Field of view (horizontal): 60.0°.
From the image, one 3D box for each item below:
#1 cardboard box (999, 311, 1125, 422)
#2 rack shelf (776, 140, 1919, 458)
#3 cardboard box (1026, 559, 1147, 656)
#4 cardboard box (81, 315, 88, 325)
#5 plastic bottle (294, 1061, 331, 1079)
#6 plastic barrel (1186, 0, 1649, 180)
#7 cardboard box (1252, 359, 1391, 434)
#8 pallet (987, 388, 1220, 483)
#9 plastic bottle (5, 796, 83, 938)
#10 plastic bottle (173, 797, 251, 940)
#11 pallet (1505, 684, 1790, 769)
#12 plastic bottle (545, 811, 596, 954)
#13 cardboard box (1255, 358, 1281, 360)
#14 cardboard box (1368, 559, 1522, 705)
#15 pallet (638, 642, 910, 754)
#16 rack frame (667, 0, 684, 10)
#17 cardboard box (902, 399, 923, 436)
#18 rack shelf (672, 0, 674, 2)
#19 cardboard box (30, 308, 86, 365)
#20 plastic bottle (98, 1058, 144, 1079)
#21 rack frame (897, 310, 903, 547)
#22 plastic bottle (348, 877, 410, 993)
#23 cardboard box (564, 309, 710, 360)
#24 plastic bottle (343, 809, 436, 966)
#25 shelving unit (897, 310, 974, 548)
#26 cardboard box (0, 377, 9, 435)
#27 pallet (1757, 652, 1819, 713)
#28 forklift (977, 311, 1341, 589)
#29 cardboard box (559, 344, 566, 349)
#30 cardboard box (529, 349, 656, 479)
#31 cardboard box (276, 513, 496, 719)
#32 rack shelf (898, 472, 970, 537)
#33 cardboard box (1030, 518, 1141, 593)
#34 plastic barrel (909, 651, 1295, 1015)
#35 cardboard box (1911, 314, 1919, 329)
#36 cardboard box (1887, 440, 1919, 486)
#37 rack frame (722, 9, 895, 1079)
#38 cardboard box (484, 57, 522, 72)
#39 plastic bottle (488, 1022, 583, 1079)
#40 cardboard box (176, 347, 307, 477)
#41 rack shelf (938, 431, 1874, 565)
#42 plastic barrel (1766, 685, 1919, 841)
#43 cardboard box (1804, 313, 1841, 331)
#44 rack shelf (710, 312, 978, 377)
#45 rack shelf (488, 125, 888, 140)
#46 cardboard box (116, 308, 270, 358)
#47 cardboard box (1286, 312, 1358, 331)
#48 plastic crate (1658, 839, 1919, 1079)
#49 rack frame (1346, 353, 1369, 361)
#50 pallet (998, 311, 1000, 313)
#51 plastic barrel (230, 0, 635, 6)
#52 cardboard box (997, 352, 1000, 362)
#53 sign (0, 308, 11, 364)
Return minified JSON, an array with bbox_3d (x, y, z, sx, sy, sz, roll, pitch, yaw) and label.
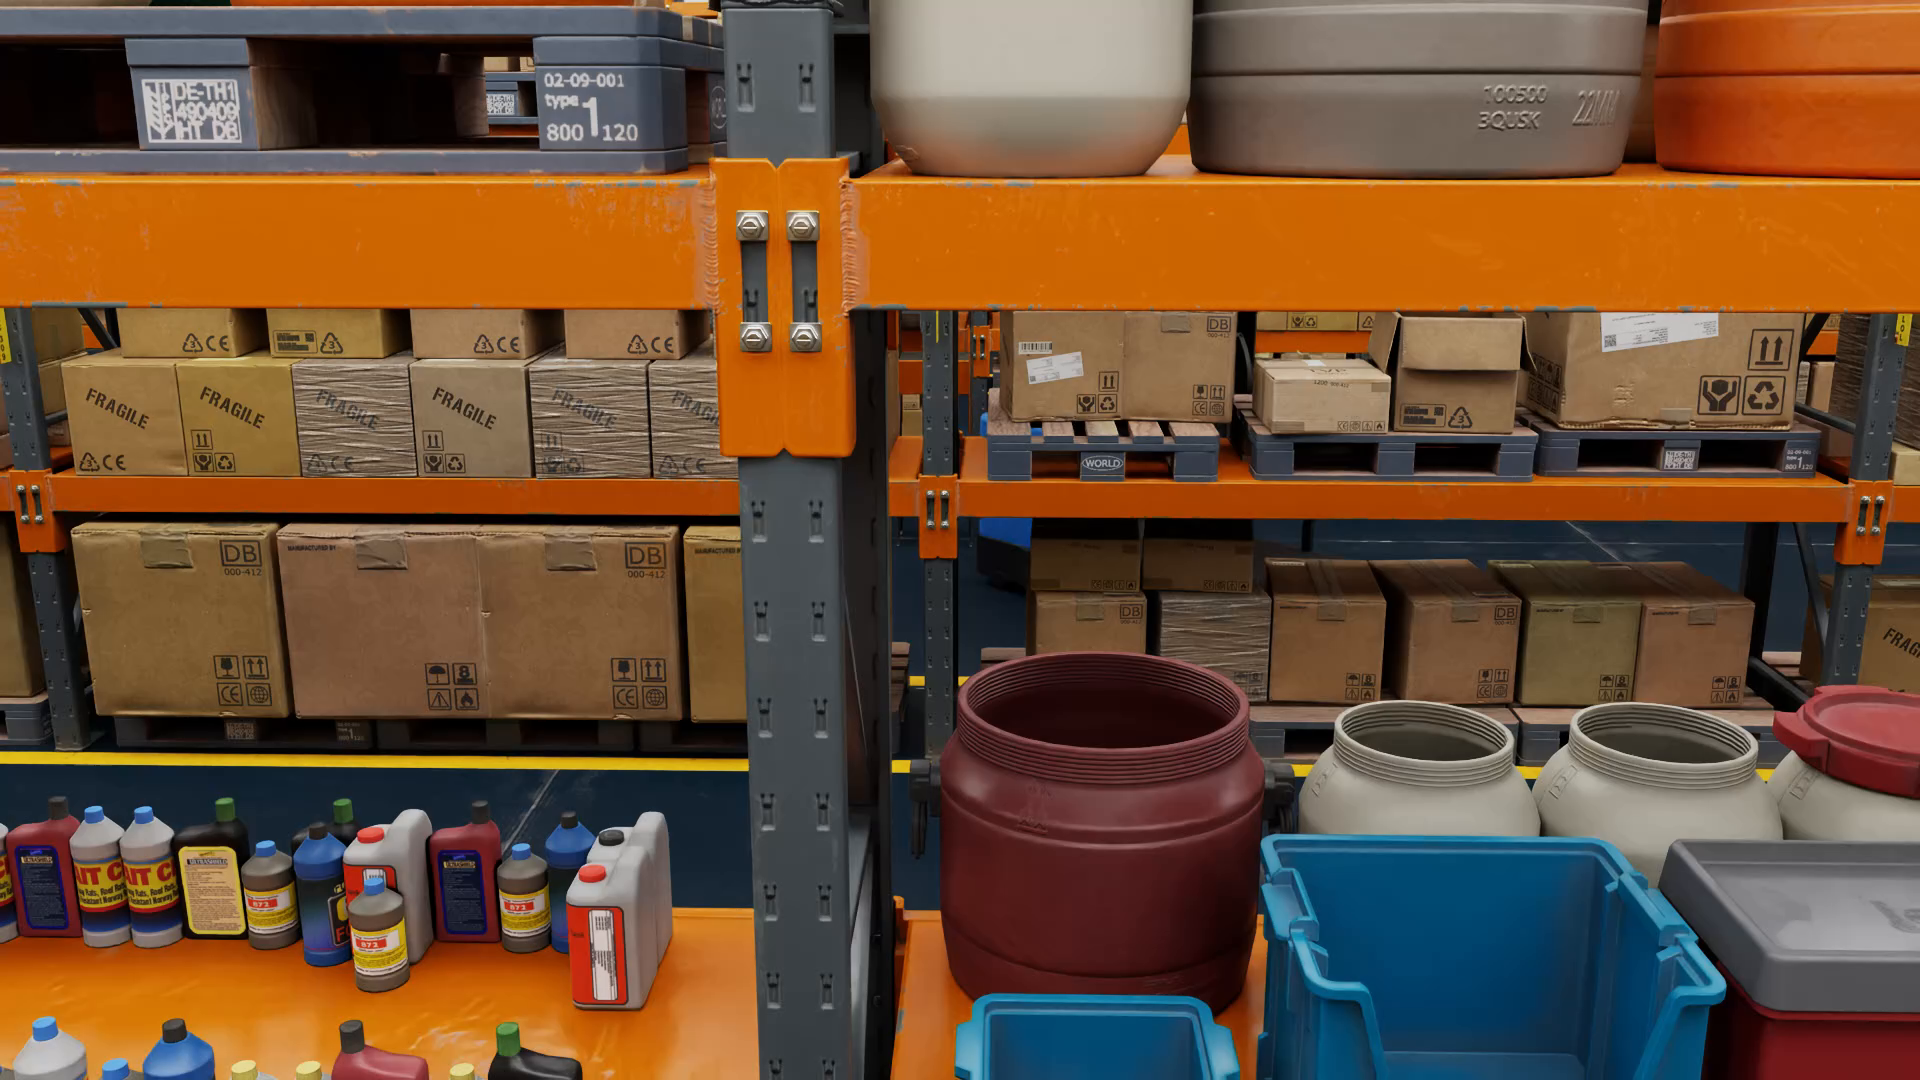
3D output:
[{"bbox_3d":[0.457,-0.834,7.600,0.500,0.500,0.500,-1,15,-5],"label":"cardboard box"},{"bbox_3d":[1.789,-0.402,2.514,4.000,0.370,1.077,0,15,1],"label":"rack shelf"},{"bbox_3d":[0.586,0.420,7.907,0.500,0.500,0.700,0,15,-2],"label":"cardboard box"},{"bbox_3d":[-6.482,-1.703,12.409,0.250,0.149,0.380,0,15,1],"label":"cardboard box"},{"bbox_3d":[-0.971,0.883,2.503,0.097,0.201,0.097,0,15,0],"label":"plastic bottle"},{"bbox_3d":[0.605,-0.944,2.177,0.600,0.901,0.600,0,15,0],"label":"plastic barrel"},{"bbox_3d":[1.586,-0.636,7.343,0.500,0.250,0.500,0,15,0],"label":"cardboard box"},{"bbox_3d":[0.631,-0.505,7.751,1.003,0.211,1.213,0,15,1],"label":"pallet"},{"bbox_3d":[-1.789,0.640,3.265,0.133,0.283,0.061,0,15,1],"label":"plastic bottle"},{"bbox_3d":[-1.461,0.642,3.256,0.133,0.283,0.061,0,15,1],"label":"plastic bottle"},{"bbox_3d":[3.137,0.794,7.916,1.213,0.211,1.003,0,15,1],"label":"pallet"},{"bbox_3d":[-0.750,0.657,3.223,0.097,0.271,0.097,0,15,0],"label":"plastic bottle"},{"bbox_3d":[2.555,-0.917,12.524,0.750,0.750,1.050,0,15,1],"label":"cardboard box"},{"bbox_3d":[2.266,0.426,7.885,0.500,0.500,0.700,-1,15,-3],"label":"cardboard box"},{"bbox_3d":[-0.870,0.748,8.089,1.213,0.211,1.003,0,15,1],"label":"pallet"},{"bbox_3d":[-3.706,-7.295,21.352,0.127,3.000,1.000,0,15,1],"label":"rack frame"},{"bbox_3d":[-0.521,-0.772,12.462,0.500,0.500,0.500,0,15,1],"label":"cardboard box"},{"bbox_3d":[-5.706,-6.959,21.493,4.000,0.370,1.077,0,15,1],"label":"rack shelf"},{"bbox_3d":[-4.555,-1.104,7.885,0.500,0.500,0.500,0,15,1],"label":"cardboard box"},{"bbox_3d":[-1.263,0.881,2.510,0.097,0.201,0.097,0,15,0],"label":"plastic bottle"},{"bbox_3d":[-0.409,-1.018,11.082,0.015,2.100,0.400,0,15,1],"label":"rack frame"},{"bbox_3d":[-1.082,0.727,3.093,0.097,0.201,0.097,0,15,0],"label":"plastic bottle"},{"bbox_3d":[-1.466,-1.123,7.553,0.637,0.503,0.797,1,15,3],"label":"cardboard box"},{"bbox_3d":[-1.097,0.659,3.204,0.135,0.276,0.152,0,15,1],"label":"plastic bottle"},{"bbox_3d":[-0.165,-1.016,11.076,0.503,2.100,0.431,0,15,1],"label":"shelving unit"},{"bbox_3d":[-4.531,-0.609,7.479,0.500,0.250,0.500,0,15,0],"label":"cardboard box"},{"bbox_3d":[4.587,0.794,7.916,1.213,0.211,1.003,0,15,1],"label":"pallet"},{"bbox_3d":[1.481,-0.971,9.273,1.130,2.935,3.031,-14,20,-42],"label":"forklift"},{"bbox_3d":[-1.591,-0.702,7.924,0.500,0.500,0.500,0,15,0],"label":"cardboard box"},{"bbox_3d":[-1.601,-0.571,7.429,0.500,0.500,0.500,0,15,0],"label":"cardboard box"},{"bbox_3d":[-2.549,0.227,7.940,0.875,0.875,1.225,0,15,-1],"label":"cardboard box"},{"bbox_3d":[-0.165,-0.326,11.258,0.480,0.518,0.431,0,15,1],"label":"rack shelf"},{"bbox_3d":[0.587,0.055,7.821,0.500,0.250,0.500,1,15,4],"label":"cardboard box"},{"bbox_3d":[0.261,0.548,3.118,0.708,0.536,0.600,0,15,1],"label":"plastic barrel"},{"bbox_3d":[4.358,-1.157,7.108,0.500,0.500,0.500,0,15,1],"label":"cardboard box"},{"bbox_3d":[4.122,-0.350,7.279,0.250,0.149,0.380,0,15,1],"label":"cardboard box"},{"bbox_3d":[-0.210,0.688,2.854,0.127,3.000,1.000,0,15,1],"label":"rack frame"},{"bbox_3d":[-2.127,-2.287,7.222,0.637,0.503,0.797,0,15,1],"label":"cardboard box"},{"bbox_3d":[-0.626,0.850,2.466,0.133,0.283,0.061,0,15,1],"label":"plastic bottle"},{"bbox_3d":[-3.126,-0.580,7.463,0.500,0.500,0.500,0,15,2],"label":"cardboard box"},{"bbox_3d":[1.915,-0.215,7.684,4.000,0.370,1.077,0,15,1],"label":"rack shelf"},{"bbox_3d":[1.672,0.578,3.002,0.433,0.535,0.433,0,15,0],"label":"plastic barrel"},{"bbox_3d":[6.131,-1.878,12.283,0.500,0.550,0.875,0,15,1],"label":"cardboard box"},{"bbox_3d":[-1.855,-1.505,12.574,4.000,0.370,1.077,0,15,1],"label":"rack shelf"},{"bbox_3d":[-2.083,-1.691,7.400,4.000,0.370,1.077,0,15,1],"label":"rack shelf"},{"bbox_3d":[-3.444,-1.133,7.592,0.637,0.503,0.797,0,15,0],"label":"cardboard box"},{"bbox_3d":[2.604,-1.804,12.101,0.500,0.500,0.500,1,15,2],"label":"cardboard box"},{"bbox_3d":[1.397,0.745,2.510,0.583,0.464,0.402,0,15,1],"label":"plastic crate"},{"bbox_3d":[4.168,-3.077,17.122,0.127,3.000,1.000,0,15,1],"label":"rack frame"},{"bbox_3d":[1.114,-3.005,22.316,1.213,0.211,1.003,0,15,1],"label":"pallet"},{"bbox_3d":[-0.778,-1.178,2.380,0.708,0.830,0.600,0,15,1],"label":"plastic barrel"},{"bbox_3d":[0.734,-2.029,17.478,0.625,0.372,0.950,-1,15,-2],"label":"cardboard box"},{"bbox_3d":[-4.095,-0.917,7.083,0.005,0.325,0.100,0,15,1],"label":"sign"}]
